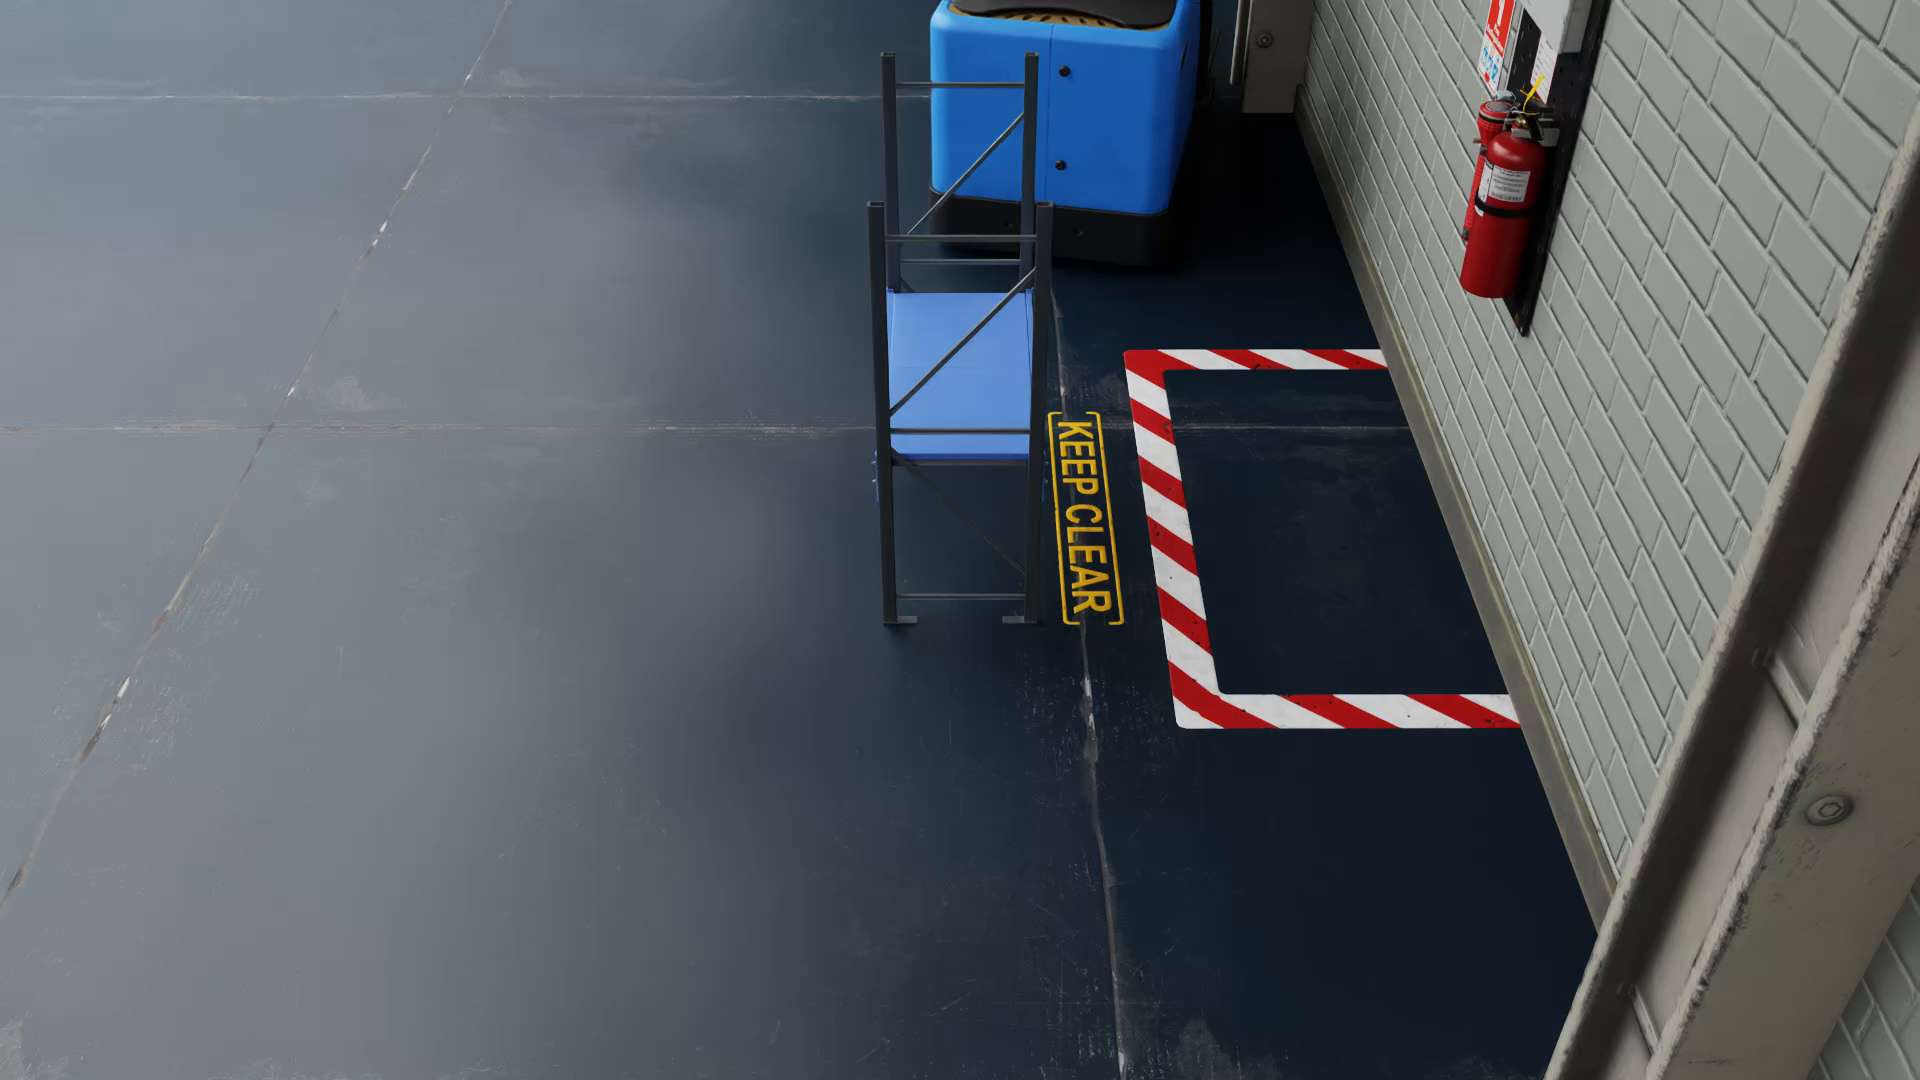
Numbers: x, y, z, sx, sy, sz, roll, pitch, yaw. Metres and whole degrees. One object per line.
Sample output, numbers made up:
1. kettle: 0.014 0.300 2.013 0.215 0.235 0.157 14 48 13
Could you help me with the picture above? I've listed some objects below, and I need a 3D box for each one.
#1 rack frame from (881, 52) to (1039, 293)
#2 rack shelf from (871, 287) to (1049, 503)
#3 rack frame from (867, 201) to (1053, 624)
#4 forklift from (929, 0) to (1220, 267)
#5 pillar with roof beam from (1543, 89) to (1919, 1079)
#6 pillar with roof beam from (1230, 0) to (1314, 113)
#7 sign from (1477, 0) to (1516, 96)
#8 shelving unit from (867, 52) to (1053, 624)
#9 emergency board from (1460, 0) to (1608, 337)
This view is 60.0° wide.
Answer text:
1. rack frame: -0.001 -0.956 5.744 0.500 1.500 0.032 0 39 0
2. rack shelf: 0.000 -0.498 5.460 0.538 0.185 1.000 0 39 0
3. rack frame: 0.000 -0.321 4.951 0.500 1.500 0.032 0 39 0
4. forklift: 0.684 -3.235 7.443 1.130 2.935 3.031 8 39 10
5. pillar with roof beam: -2.719 -2.057 1.121 9.100 9.000 0.400 0 39 0
6. pillar with roof beam: -2.726 -5.809 5.803 9.100 9.000 0.400 0 39 0
7. sign: 1.724 -1.624 5.349 0.001 0.329 0.234 0 39 0
8. shelving unit: 0.000 -0.639 5.348 0.538 1.500 1.048 0 39 0
9. emergency board: 1.621 -1.264 4.929 0.194 1.169 0.643 0 39 0
